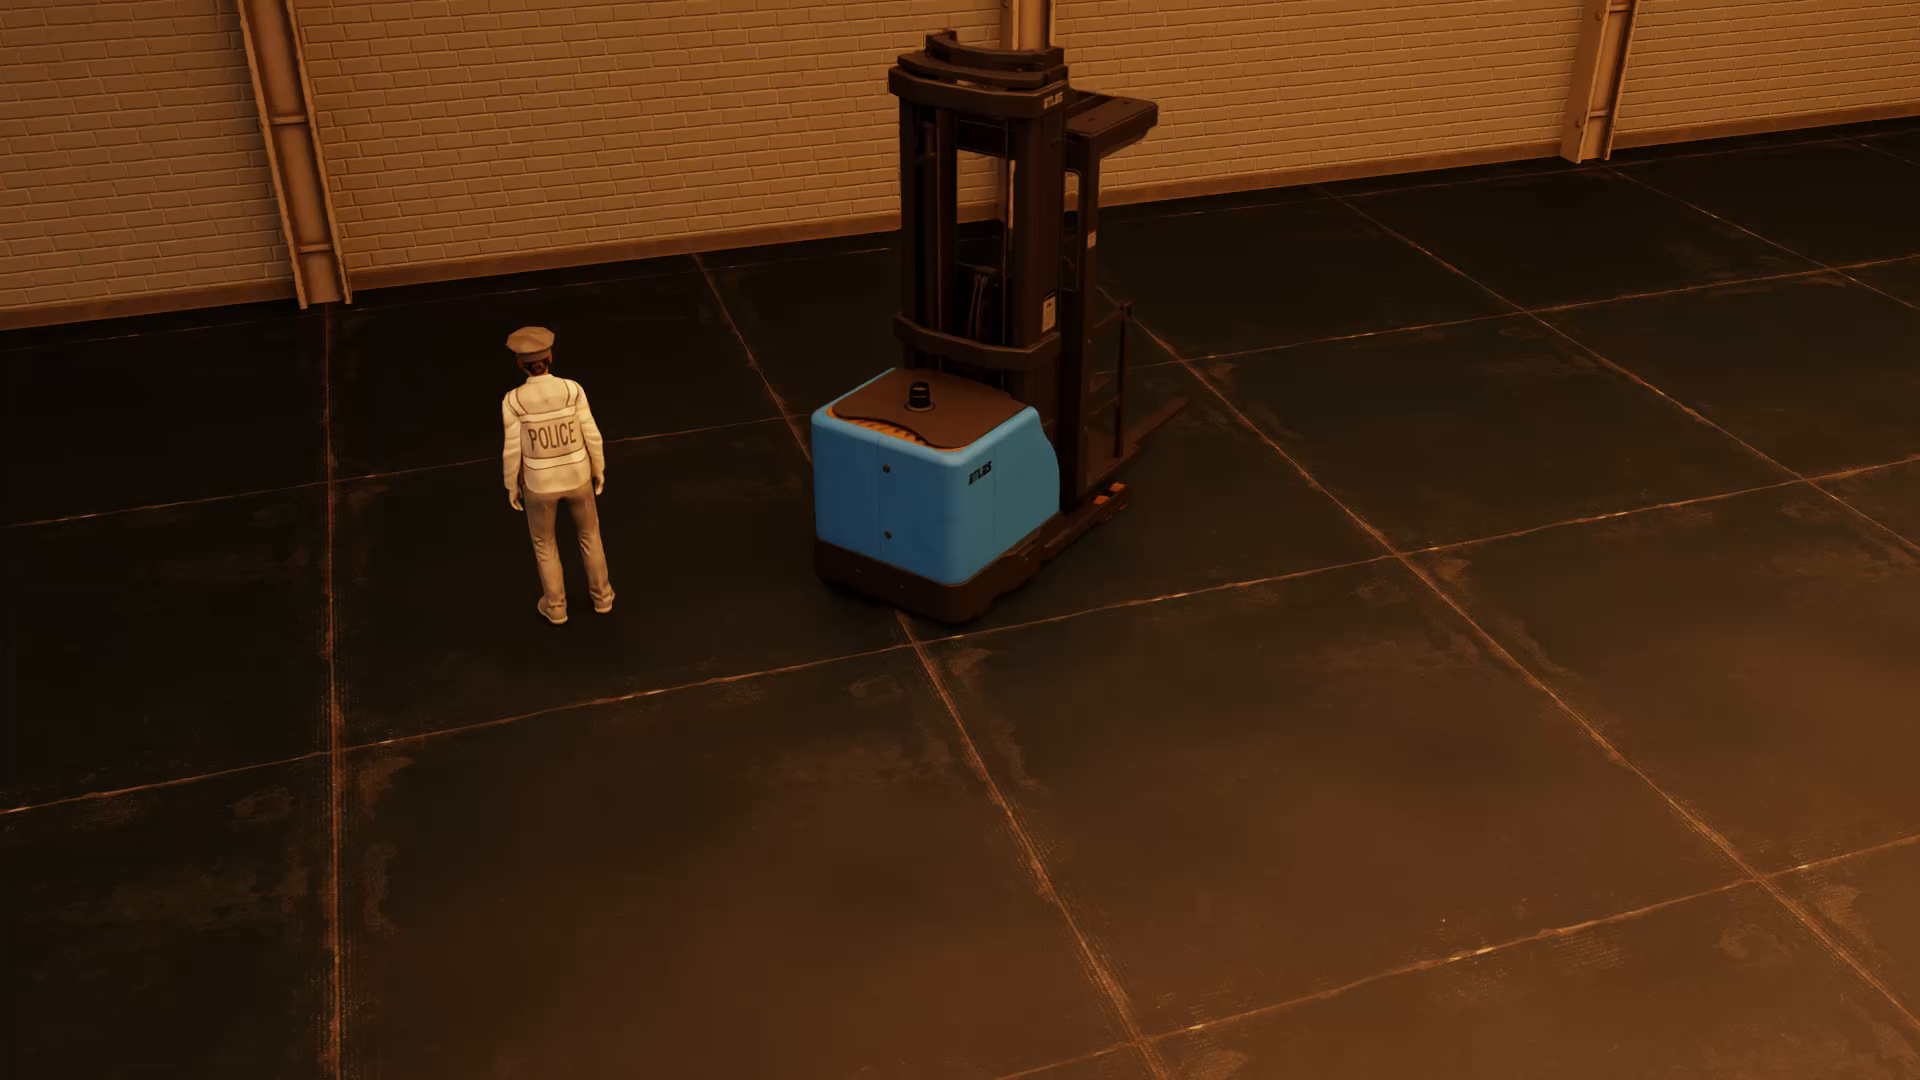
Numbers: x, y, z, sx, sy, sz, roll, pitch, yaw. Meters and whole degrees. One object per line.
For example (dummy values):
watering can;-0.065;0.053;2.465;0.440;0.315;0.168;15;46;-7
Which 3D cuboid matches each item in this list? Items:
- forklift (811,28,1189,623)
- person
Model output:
forklift;0.416;-1.502;9.697;1.130;2.935;3.031;19;35;29
person;-2.166;-0.316;8.911;0.536;1.662;0.374;-12;32;-20
